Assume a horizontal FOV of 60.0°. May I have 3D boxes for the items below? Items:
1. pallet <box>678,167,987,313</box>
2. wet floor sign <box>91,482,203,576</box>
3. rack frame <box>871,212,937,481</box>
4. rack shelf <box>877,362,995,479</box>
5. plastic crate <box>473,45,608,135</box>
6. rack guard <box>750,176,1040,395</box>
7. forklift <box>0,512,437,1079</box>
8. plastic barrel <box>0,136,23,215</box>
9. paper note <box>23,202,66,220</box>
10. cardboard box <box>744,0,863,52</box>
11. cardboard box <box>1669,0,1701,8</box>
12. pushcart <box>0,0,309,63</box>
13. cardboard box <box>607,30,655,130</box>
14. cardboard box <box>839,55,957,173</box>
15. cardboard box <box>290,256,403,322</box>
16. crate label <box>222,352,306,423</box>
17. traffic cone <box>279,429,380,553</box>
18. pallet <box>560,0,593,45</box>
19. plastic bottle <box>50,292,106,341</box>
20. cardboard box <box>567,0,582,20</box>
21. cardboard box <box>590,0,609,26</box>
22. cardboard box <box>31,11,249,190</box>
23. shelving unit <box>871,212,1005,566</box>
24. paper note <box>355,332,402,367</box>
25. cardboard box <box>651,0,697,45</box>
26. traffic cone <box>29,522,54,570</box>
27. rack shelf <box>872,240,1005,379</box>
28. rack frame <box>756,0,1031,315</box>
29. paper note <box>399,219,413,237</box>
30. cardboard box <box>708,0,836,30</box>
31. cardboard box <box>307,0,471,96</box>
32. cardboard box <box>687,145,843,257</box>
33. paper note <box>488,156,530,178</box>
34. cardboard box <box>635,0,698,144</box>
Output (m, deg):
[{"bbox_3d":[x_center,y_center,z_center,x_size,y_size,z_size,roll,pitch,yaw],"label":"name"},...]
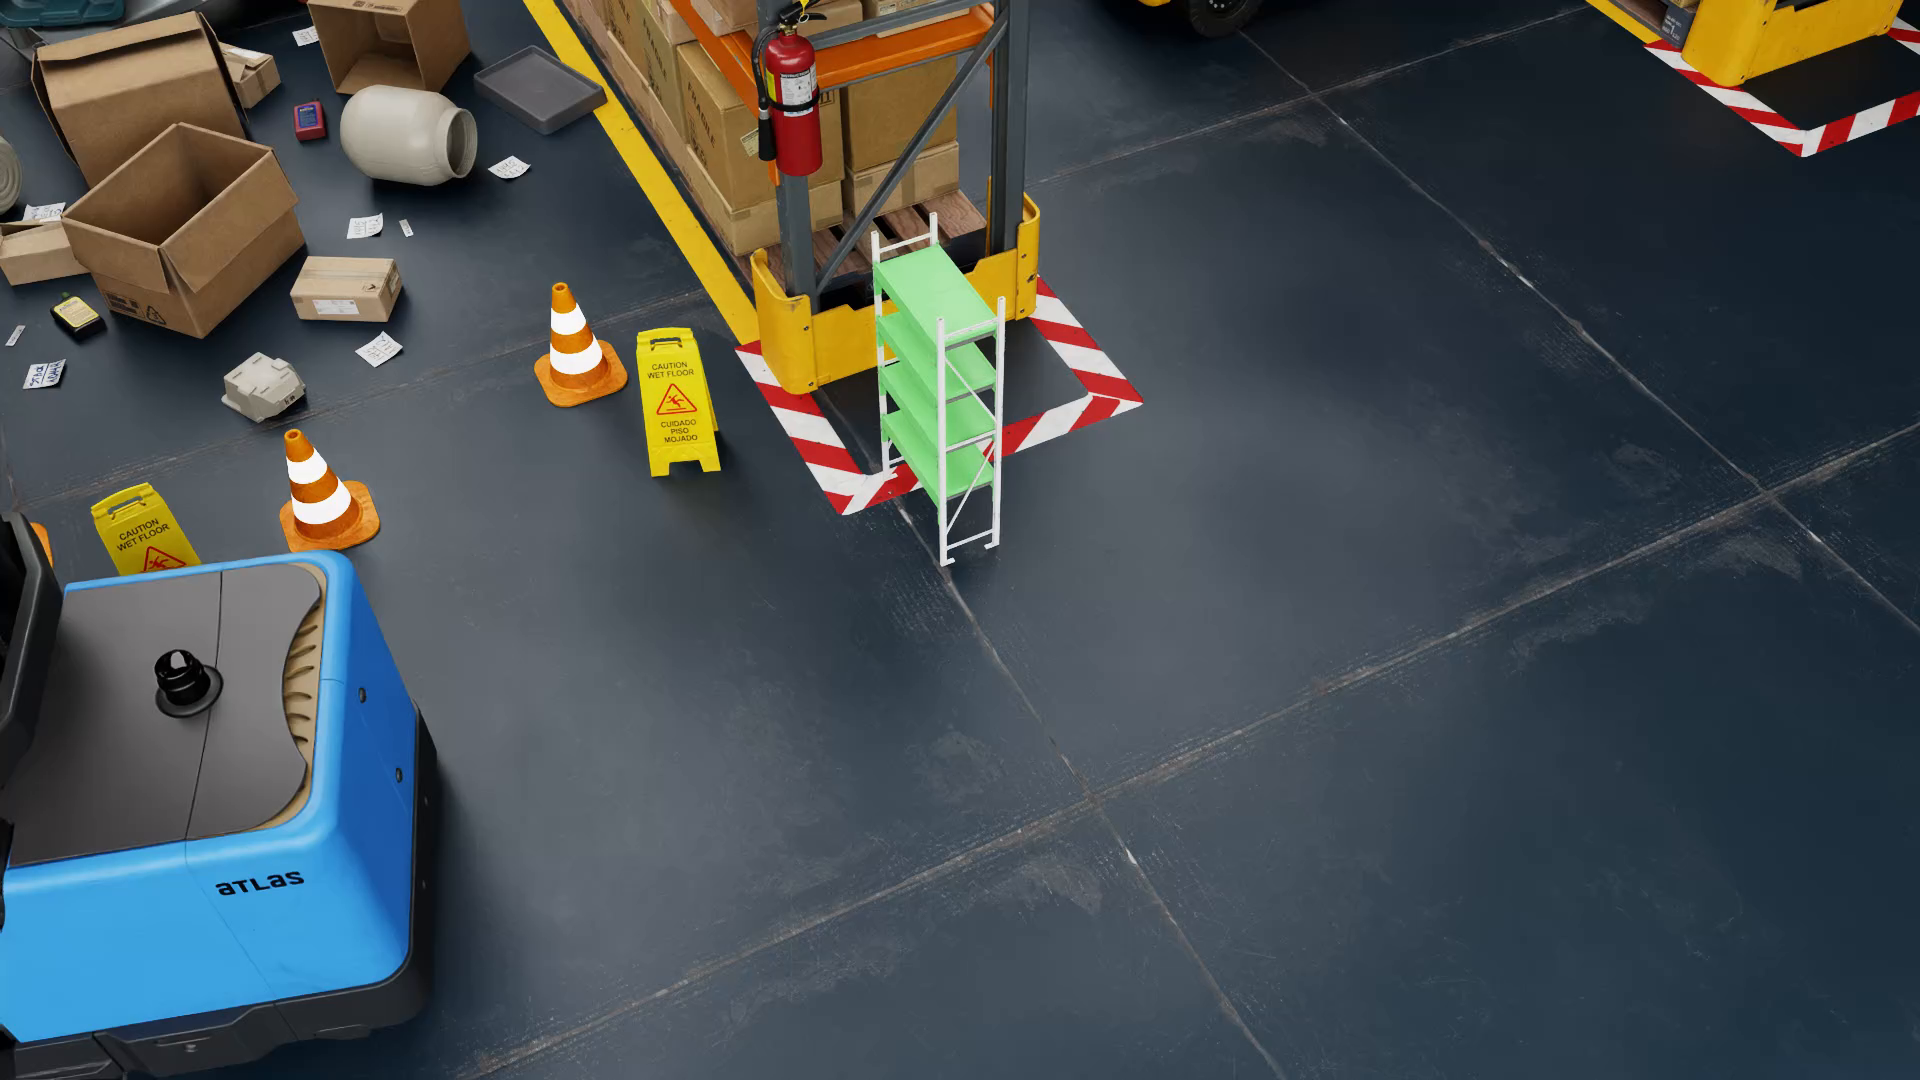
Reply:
[{"bbox_3d":[-0.591,-1.516,7.436,1.003,0.211,1.213,-21,52,-18],"label":"pallet"},{"bbox_3d":[-2.797,0.058,5.771,0.267,0.644,0.232,-30,55,-23],"label":"wet floor sign"},{"bbox_3d":[-0.187,-0.669,6.038,0.240,1.200,0.015,-21,52,-18],"label":"rack frame"},{"bbox_3d":[-0.076,-0.464,5.943,0.258,0.148,0.480,-21,52,-18],"label":"rack shelf"},{"bbox_3d":[-2.057,-2.210,8.130,0.583,0.080,0.402,35,57,27],"label":"plastic crate"},{"bbox_3d":[-0.251,-1.055,6.841,1.175,0.500,0.348,-21,52,-18],"label":"rack guard"},{"bbox_3d":[-3.148,0.322,4.021,3.031,2.935,1.130,-8,49,-7],"label":"forklift"},{"bbox_3d":[-4.519,-1.653,7.414,0.512,0.421,0.421,10,50,8],"label":"plastic barrel"},{"bbox_3d":[-4.153,-1.473,7.523,0.172,0.023,0.155,-5,49,-5],"label":"paper note"},{"bbox_3d":[-0.577,-1.921,6.104,0.380,0.149,0.250,-20,52,-16],"label":"cardboard box"},{"bbox_3d":[3.700,-2.978,8.410,0.500,0.250,0.500,-21,52,-17],"label":"cardboard box"},{"bbox_3d":[-4.051,-2.822,8.468,0.936,0.377,1.648,35,57,27],"label":"pushcart"},{"bbox_3d":[-1.300,-2.206,7.735,0.500,0.250,0.500,-23,53,-19],"label":"cardboard box"},{"bbox_3d":[-0.351,-1.958,7.019,0.500,0.500,0.500,-23,53,-19],"label":"cardboard box"},{"bbox_3d":[-2.612,-1.070,7.087,0.380,0.149,0.250,2,49,2],"label":"cardboard box"},{"bbox_3d":[-2.806,-0.623,6.704,0.298,0.136,0.250,26,54,21],"label":"crate label"},{"bbox_3d":[-2.391,-0.226,6.140,0.336,0.463,0.334,-21,52,-18],"label":"traffic cone"},{"bbox_3d":[-1.708,-3.149,8.864,1.003,0.211,1.213,-21,52,-18],"label":"pallet"},{"bbox_3d":[-3.755,-0.956,7.045,0.283,0.061,0.133,35,57,27],"label":"plastic bottle"},{"bbox_3d":[-1.762,-2.896,8.338,0.500,0.250,0.500,-18,51,-15],"label":"cardboard box"},{"bbox_3d":[-1.525,-2.795,7.751,0.500,0.500,0.500,-19,51,-16],"label":"cardboard box"},{"bbox_3d":[-3.706,-1.977,7.554,0.797,0.637,0.503,-21,52,-18],"label":"cardboard box"},{"bbox_3d":[-0.076,-0.506,5.895,0.258,1.200,0.503,-21,52,-18],"label":"shelving unit"},{"bbox_3d":[-2.419,-0.797,6.927,0.142,0.019,0.148,35,57,27],"label":"paper note"},{"bbox_3d":[-1.042,-2.190,6.791,0.380,0.149,0.250,-20,52,-16],"label":"cardboard box"},{"bbox_3d":[-3.552,-0.064,5.998,0.336,0.463,0.334,-21,52,-18],"label":"traffic cone"},{"bbox_3d":[-0.076,-0.780,5.582,0.258,0.148,0.480,-21,52,-18],"label":"rack shelf"},{"bbox_3d":[-0.216,-1.827,5.855,1.000,3.000,0.127,-21,52,-18],"label":"rack frame"},{"bbox_3d":[-2.488,-1.402,7.470,0.032,0.001,0.123,-21,52,-18],"label":"paper note"},{"bbox_3d":[-0.709,-2.226,5.940,0.500,0.500,0.500,-22,52,-18],"label":"cardboard box"},{"bbox_3d":[-2.766,-2.496,8.100,0.500,0.500,0.500,10,50,8],"label":"cardboard box"},{"bbox_3d":[-0.836,-1.525,7.138,0.500,0.250,0.500,-21,52,-18],"label":"cardboard box"},{"bbox_3d":[-2.099,-1.738,7.749,0.148,0.019,0.142,35,57,27],"label":"paper note"},{"bbox_3d":[-1.056,-2.102,7.145,0.500,0.500,0.500,-19,52,-16],"label":"cardboard box"}]
